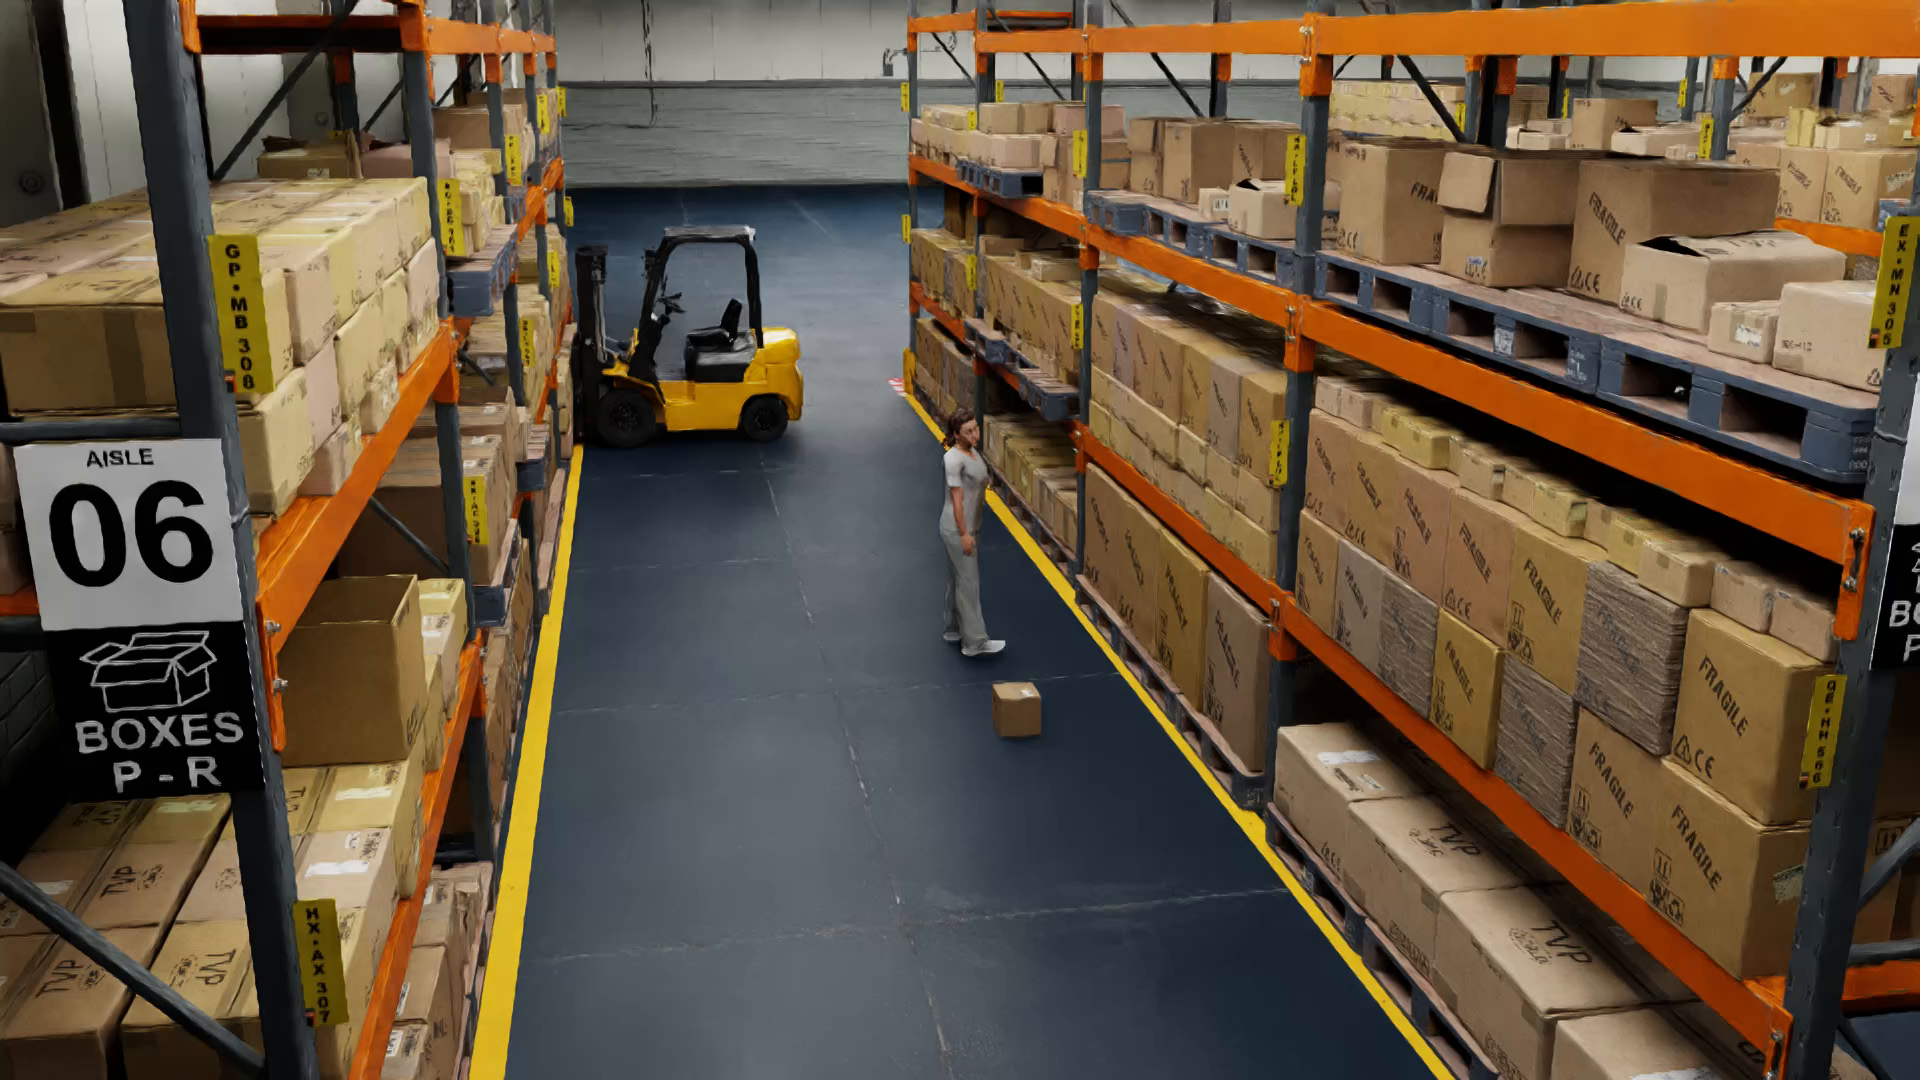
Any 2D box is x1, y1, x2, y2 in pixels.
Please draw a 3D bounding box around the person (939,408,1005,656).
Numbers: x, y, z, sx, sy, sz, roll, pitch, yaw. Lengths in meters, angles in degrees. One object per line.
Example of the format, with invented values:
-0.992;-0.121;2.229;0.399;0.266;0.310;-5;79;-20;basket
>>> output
0.086;-0.065;11.183;0.482;1.675;0.471;5;17;18;person
